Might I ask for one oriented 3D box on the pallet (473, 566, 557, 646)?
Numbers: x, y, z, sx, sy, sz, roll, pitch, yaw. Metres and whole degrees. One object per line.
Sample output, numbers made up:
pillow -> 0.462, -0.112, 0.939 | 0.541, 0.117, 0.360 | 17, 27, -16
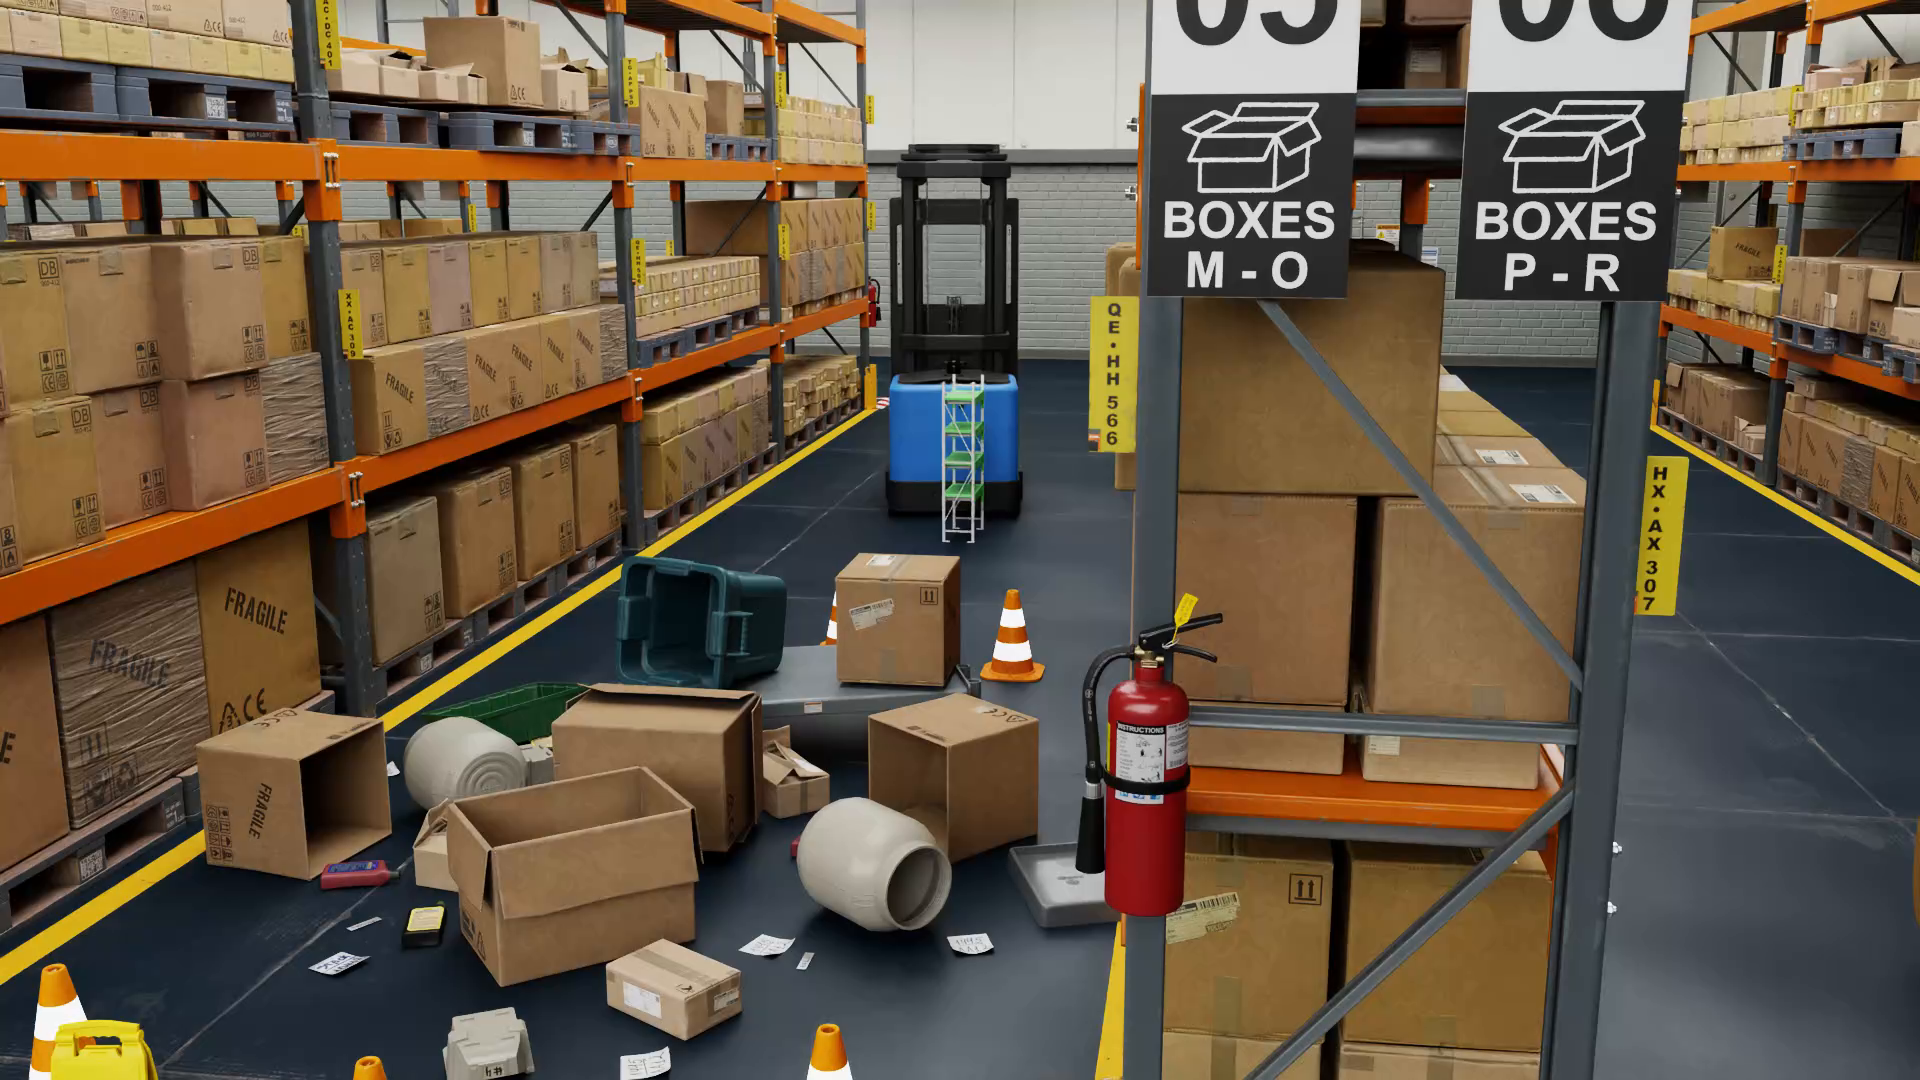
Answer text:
pallet -> -3.196, 0.372, 10.268 | 1.003, 0.211, 1.213 | 2, 12, 9

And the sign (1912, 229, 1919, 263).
sign -> 8.166, -2.488, 14.172 | 0.100, 0.325, 0.005 | 2, 12, 9

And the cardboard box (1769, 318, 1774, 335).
cardboard box -> 7.416, -1.891, 14.746 | 0.380, 0.149, 0.250 | 2, 12, 9

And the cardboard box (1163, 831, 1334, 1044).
cardboard box -> 0.732, 0.995, 4.505 | 0.500, 0.500, 0.500 | 2, 12, 9

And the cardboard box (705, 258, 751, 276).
cardboard box -> -2.104, -2.467, 15.006 | 0.380, 0.149, 0.250 | 2, 12, 7

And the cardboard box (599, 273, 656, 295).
cardboard box -> -2.509, -1.926, 12.496 | 0.380, 0.149, 0.250 | 2, 12, 7

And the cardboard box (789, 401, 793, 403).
cardboard box -> -1.873, -1.317, 16.548 | 0.380, 0.149, 0.250 | 2, 12, 9

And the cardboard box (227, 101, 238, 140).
cardboard box -> -7.160, -4.020, 15.674 | 0.700, 0.500, 0.500 | 2, 12, 10

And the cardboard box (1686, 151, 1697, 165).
cardboard box -> 7.953, -4.057, 17.675 | 0.380, 0.149, 0.250 | 2, 12, 10

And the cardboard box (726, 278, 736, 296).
cardboard box -> -2.179, -2.214, 14.541 | 0.380, 0.149, 0.250 | 1, 12, 7

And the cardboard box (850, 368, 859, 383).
cardboard box -> -1.379, -1.910, 19.299 | 0.380, 0.149, 0.250 | 2, 12, 7

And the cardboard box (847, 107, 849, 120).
cardboard box -> -1.454, -4.776, 18.640 | 0.380, 0.149, 0.250 | 2, 12, 9

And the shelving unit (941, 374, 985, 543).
shelving unit -> 0.025, -0.621, 12.527 | 0.258, 1.200, 0.503 | 2, 12, 9

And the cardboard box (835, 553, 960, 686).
cardboard box -> -0.282, 0.366, 7.811 | 0.500, 0.500, 0.500 | 2, 12, 9

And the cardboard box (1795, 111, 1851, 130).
cardboard box -> 7.178, -3.488, 13.801 | 0.380, 0.149, 0.250 | 2, 12, 10

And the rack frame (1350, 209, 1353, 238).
rack frame -> 2.096, -1.267, 11.253 | 1.000, 3.000, 0.127 | 2, 12, 9

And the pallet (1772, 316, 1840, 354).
pallet -> 7.386, -1.683, 13.638 | 1.003, 0.211, 1.213 | 2, 12, 9

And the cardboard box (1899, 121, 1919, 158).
cardboard box -> 6.994, -2.824, 11.711 | 0.500, 0.250, 0.500 | 2, 12, 9

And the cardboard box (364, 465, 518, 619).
cardboard box -> -3.267, -0.012, 9.773 | 1.050, 0.750, 0.750 | 2, 12, 9

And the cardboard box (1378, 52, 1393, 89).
cardboard box -> 1.278, -1.168, 4.268 | 0.380, 0.149, 0.250 | 2, 12, 8

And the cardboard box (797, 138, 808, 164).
cardboard box -> -1.795, -3.824, 16.355 | 0.500, 0.250, 0.500 | 2, 12, 8

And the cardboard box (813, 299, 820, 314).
cardboard box -> -1.674, -2.440, 17.293 | 0.380, 0.149, 0.250 | 2, 12, 11

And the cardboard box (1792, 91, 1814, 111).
cardboard box -> 7.137, -3.635, 13.775 | 0.380, 0.149, 0.250 | 2, 12, 10

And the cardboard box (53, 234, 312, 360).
cardboard box -> -3.516, -1.099, 7.555 | 0.875, 0.550, 0.550 | 2, 12, 9

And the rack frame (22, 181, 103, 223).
rack frame -> -11.359, -3.414, 21.215 | 1.000, 3.000, 0.127 | 2, 12, 9

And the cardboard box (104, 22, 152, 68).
cardboard box -> -3.322, -1.874, 6.310 | 0.380, 0.149, 0.250 | 2, 12, 10

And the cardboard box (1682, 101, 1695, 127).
cardboard box -> 7.916, -4.471, 17.462 | 0.500, 0.250, 0.500 | 2, 12, 8

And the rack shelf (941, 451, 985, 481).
rack shelf -> 0.025, -0.559, 12.540 | 0.258, 0.148, 0.480 | 2, 12, 9

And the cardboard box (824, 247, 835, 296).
cardboard box -> -1.634, -2.848, 17.644 | 0.500, 0.500, 0.500 | 3, 12, 11

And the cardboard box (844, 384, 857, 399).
cardboard box -> -1.394, -1.710, 19.079 | 0.380, 0.149, 0.250 | 2, 12, 10

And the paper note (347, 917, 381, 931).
paper note -> -2.157, 1.390, 6.022 | 0.032, 0.001, 0.123 | 10, 15, 38

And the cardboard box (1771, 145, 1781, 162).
cardboard box -> 7.421, -3.418, 14.712 | 0.380, 0.149, 0.250 | 2, 12, 9

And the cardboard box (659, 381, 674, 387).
cardboard box -> -2.732, -1.227, 14.222 | 0.500, 0.250, 0.500 | 2, 12, 11

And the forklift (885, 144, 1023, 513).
forklift -> -0.049, -1.909, 14.393 | 1.130, 2.935, 3.031 | 0, 12, 0

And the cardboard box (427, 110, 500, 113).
cardboard box -> -3.216, -2.806, 10.394 | 0.500, 0.250, 0.500 | 2, 12, 10

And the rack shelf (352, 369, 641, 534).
rack shelf -> -3.118, -0.638, 10.043 | 1.077, 0.370, 4.000 | 2, 12, 9

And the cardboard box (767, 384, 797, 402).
cardboard box -> -1.836, -1.462, 16.515 | 0.380, 0.149, 0.250 | 3, 12, 11

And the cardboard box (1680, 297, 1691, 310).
cardboard box -> 7.917, -2.536, 17.735 | 0.380, 0.149, 0.250 | 2, 12, 10

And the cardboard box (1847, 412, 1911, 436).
cardboard box -> 7.160, -0.900, 12.947 | 0.380, 0.149, 0.250 | 2, 12, 11

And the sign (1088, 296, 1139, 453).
sign -> 0.321, -0.344, 3.473 | 0.100, 0.325, 0.005 | 2, 12, 9

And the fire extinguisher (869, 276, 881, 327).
fire extinguisher -> -1.085, -2.889, 19.848 | 0.296, 0.674, 0.183 | 2, 12, 9

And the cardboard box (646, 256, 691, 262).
cardboard box -> -2.710, -2.545, 15.371 | 0.380, 0.149, 0.250 | 3, 12, 12

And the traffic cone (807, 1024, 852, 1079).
traffic cone -> -0.343, 1.507, 4.402 | 0.336, 0.463, 0.334 | 2, 12, 9

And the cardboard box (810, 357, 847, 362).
cardboard box -> -1.506, -2.005, 19.037 | 0.380, 0.149, 0.250 | 2, 12, 10

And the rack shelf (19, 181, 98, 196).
rack shelf -> -11.667, -4.112, 19.043 | 1.077, 0.370, 4.000 | 2, 12, 9

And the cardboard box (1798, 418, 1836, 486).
cardboard box -> 7.248, -0.718, 13.644 | 0.500, 0.500, 0.500 | 2, 12, 8

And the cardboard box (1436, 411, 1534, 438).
cardboard box -> 1.367, -0.100, 4.892 | 0.500, 0.500, 0.500 | 2, 12, 8

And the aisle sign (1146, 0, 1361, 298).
aisle sign -> 0.570, -0.869, 3.235 | 0.394, 0.787, 0.004 | 2, 12, 9

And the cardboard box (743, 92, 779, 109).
cardboard box -> -1.911, -4.124, 15.613 | 0.380, 0.149, 0.250 | 2, 12, 8

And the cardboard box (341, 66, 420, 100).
cardboard box -> -3.021, -2.379, 8.656 | 0.250, 0.149, 0.380 | 2, 12, 9

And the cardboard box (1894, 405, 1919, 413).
cardboard box -> 7.768, -0.994, 13.383 | 0.380, 0.149, 0.250 | 1, 12, 6

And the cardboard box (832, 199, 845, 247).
cardboard box -> -1.554, -3.437, 18.007 | 0.500, 0.500, 0.500 | 3, 12, 12

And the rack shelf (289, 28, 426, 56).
rack shelf -> -6.773, -5.223, 18.024 | 1.077, 0.370, 4.000 | 2, 12, 9

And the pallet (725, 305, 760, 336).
pallet -> -2.456, -1.991, 15.067 | 1.003, 0.211, 1.213 | 2, 12, 9

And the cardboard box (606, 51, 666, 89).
cardboard box -> -2.396, -3.478, 12.339 | 0.396, 0.266, 0.258 | 2, 12, 9

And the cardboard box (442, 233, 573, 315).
cardboard box -> -2.966, -1.746, 10.863 | 0.700, 0.500, 0.500 | 2, 12, 8

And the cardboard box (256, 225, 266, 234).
cardboard box -> -7.274, -2.964, 16.996 | 0.500, 0.500, 0.500 | 2, 12, 10

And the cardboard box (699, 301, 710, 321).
cardboard box -> -2.299, -1.906, 13.815 | 0.380, 0.149, 0.250 | 1, 12, 7
